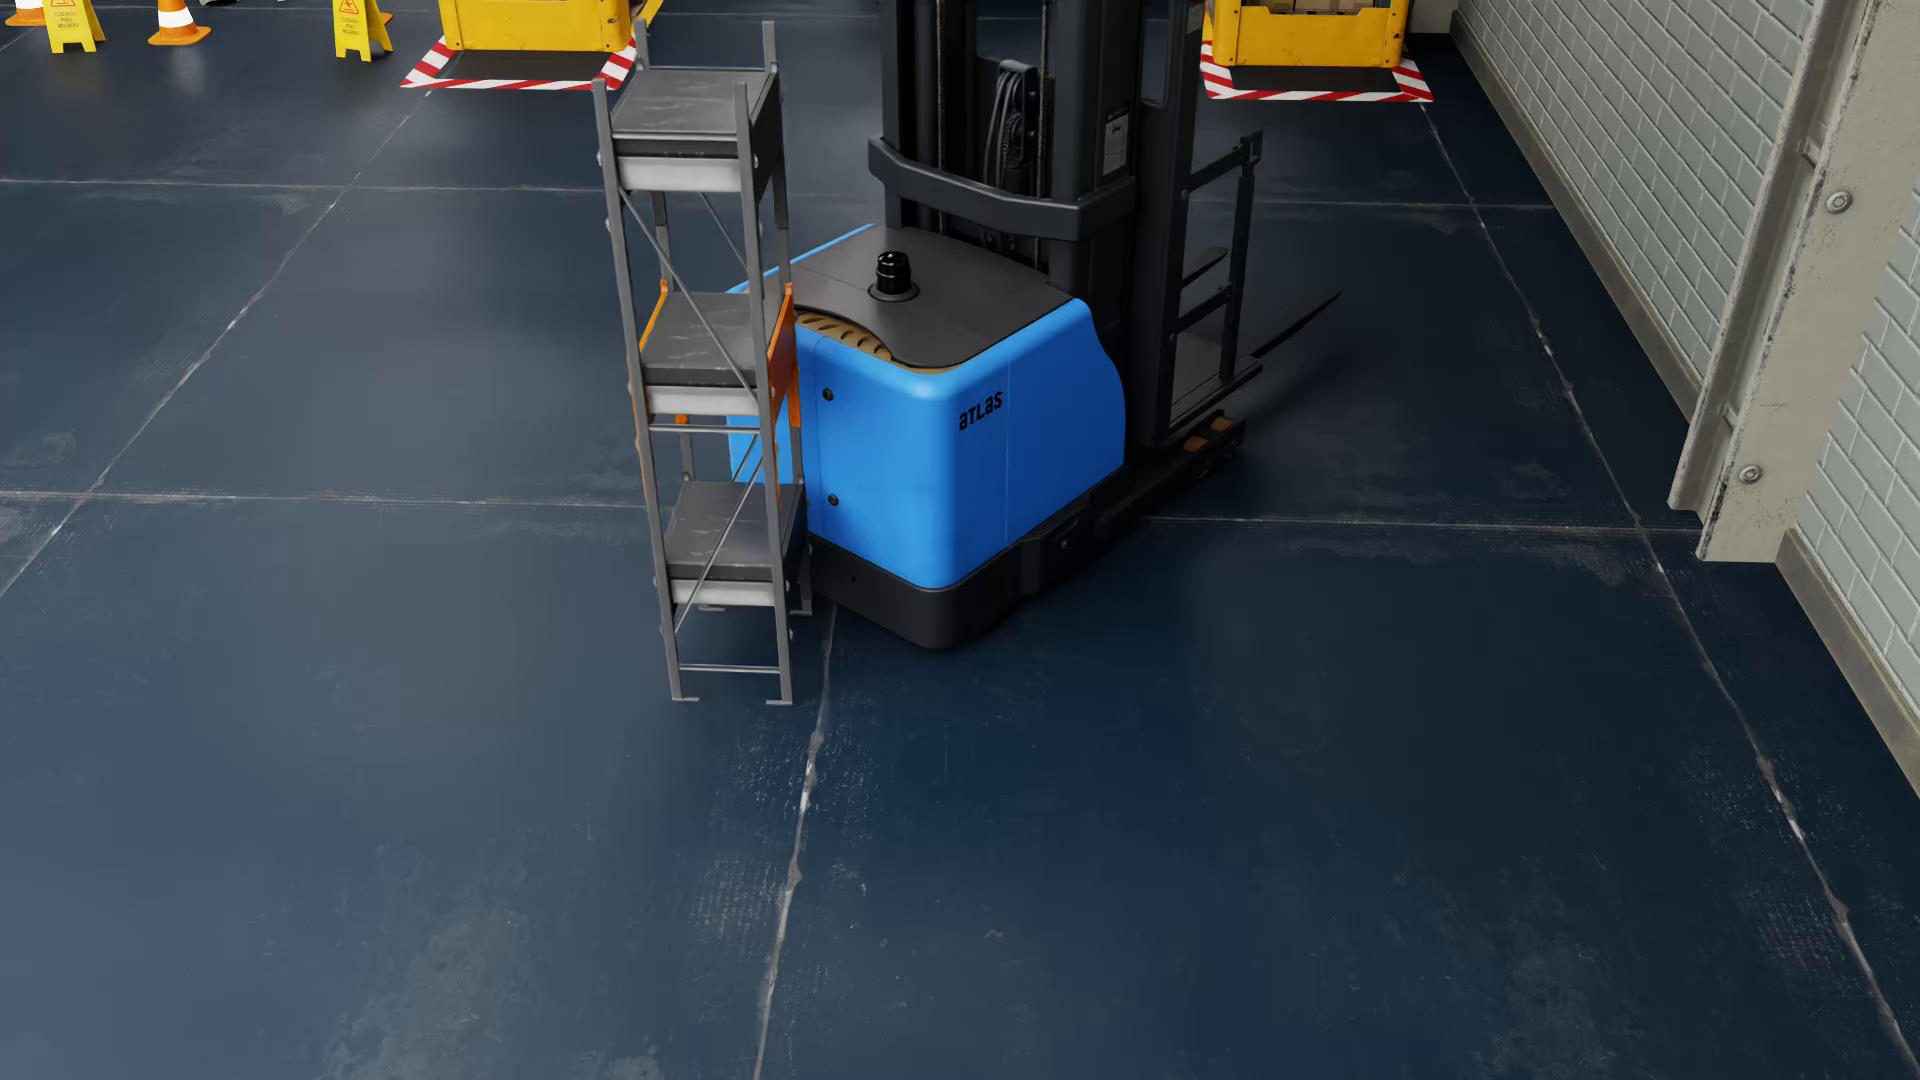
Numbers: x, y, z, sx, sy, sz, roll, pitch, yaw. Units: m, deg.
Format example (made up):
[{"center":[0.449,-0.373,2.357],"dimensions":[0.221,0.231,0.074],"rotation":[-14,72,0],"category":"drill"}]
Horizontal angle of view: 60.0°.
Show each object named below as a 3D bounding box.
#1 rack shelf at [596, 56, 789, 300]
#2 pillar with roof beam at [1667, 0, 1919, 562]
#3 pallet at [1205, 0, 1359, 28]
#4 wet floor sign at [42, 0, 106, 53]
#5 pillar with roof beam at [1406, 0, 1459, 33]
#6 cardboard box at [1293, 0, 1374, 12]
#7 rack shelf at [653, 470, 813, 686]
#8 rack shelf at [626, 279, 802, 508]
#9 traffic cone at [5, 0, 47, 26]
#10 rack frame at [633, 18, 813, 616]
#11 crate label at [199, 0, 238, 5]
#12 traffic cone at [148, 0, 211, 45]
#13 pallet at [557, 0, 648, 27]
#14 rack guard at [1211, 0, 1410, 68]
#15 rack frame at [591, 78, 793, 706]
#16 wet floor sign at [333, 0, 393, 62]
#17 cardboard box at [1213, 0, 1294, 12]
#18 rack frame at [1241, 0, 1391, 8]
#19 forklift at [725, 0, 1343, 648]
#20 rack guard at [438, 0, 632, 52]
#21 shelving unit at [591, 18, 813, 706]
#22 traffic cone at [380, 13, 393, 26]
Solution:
[{"center":[-0.735,-1.024,4.687],"dimensions":[0.431,0.518,0.480],"rotation":[2,35,3],"category":"rack shelf"},{"center":[-1.407,-3.816,3.853],"dimensions":[9.100,9.000,0.400],"rotation":[1,35,2],"category":"pillar with roof beam"},{"center":[2.196,-3.629,11.230],"dimensions":[1.003,0.211,1.213],"rotation":[1,35,2],"category":"pallet"},{"center":[-5.726,-3.473,10.630],"dimensions":[0.267,0.644,0.232],"rotation":[-4,35,-6],"category":"wet floor sign"},{"center":[-1.166,-7.263,8.758],"dimensions":[9.100,9.000,0.400],"rotation":[1,35,2],"category":"pillar with roof beam"},{"center":[2.422,-3.654,10.867],"dimensions":[0.500,0.250,0.500],"rotation":[1,35,2],"category":"cardboard box"},{"center":[-0.735,0.121,5.492],"dimensions":[0.431,0.518,0.480],"rotation":[2,35,3],"category":"rack shelf"},{"center":[-0.735,-0.451,5.090],"dimensions":[0.431,0.518,0.480],"rotation":[2,35,3],"category":"rack shelf"},{"center":[-6.263,-3.733,11.159],"dimensions":[0.336,0.463,0.334],"rotation":[1,35,2],"category":"traffic cone"},{"center":[-0.721,-0.603,5.281],"dimensions":[0.400,2.100,0.015],"rotation":[2,35,3],"category":"rack frame"},{"center":[-5.178,-3.831,11.582],"dimensions":[0.250,0.136,0.298],"rotation":[-17,38,-22],"category":"crate label"},{"center":[-5.147,-3.512,10.844],"dimensions":[0.336,0.463,0.334],"rotation":[1,35,2],"category":"traffic cone"},{"center":[-2.682,-3.811,11.489],"dimensions":[1.003,0.211,1.213],"rotation":[1,35,2],"category":"pallet"},{"center":[2.206,-3.293,10.501],"dimensions":[1.175,0.500,0.348],"rotation":[1,35,2],"category":"rack guard"},{"center":[-0.749,-0.322,4.883],"dimensions":[0.400,2.100,0.015],"rotation":[2,35,3],"category":"rack frame"},{"center":[-3.830,-3.395,10.519],"dimensions":[0.267,0.644,0.232],"rotation":[13,37,18],"category":"wet floor sign"},{"center":[1.910,-3.654,10.866],"dimensions":[0.500,0.250,0.500],"rotation":[2,35,2],"category":"cardboard box"},{"center":[2.207,-4.330,9.802],"dimensions":[1.000,3.000,0.127],"rotation":[1,35,2],"category":"rack frame"},{"center":[0.498,-1.610,5.992],"dimensions":[1.130,2.935,3.031],"rotation":[26,42,32],"category":"forklift"},{"center":[-2.750,-3.463,10.743],"dimensions":[1.175,0.500,0.348],"rotation":[1,35,2],"category":"rack guard"},{"center":[-0.735,-0.463,5.082],"dimensions":[0.431,2.100,0.503],"rotation":[2,35,3],"category":"shelving unit"},{"center":[-4.025,-3.681,11.086],"dimensions":[0.336,0.463,0.334],"rotation":[1,35,2],"category":"traffic cone"}]
